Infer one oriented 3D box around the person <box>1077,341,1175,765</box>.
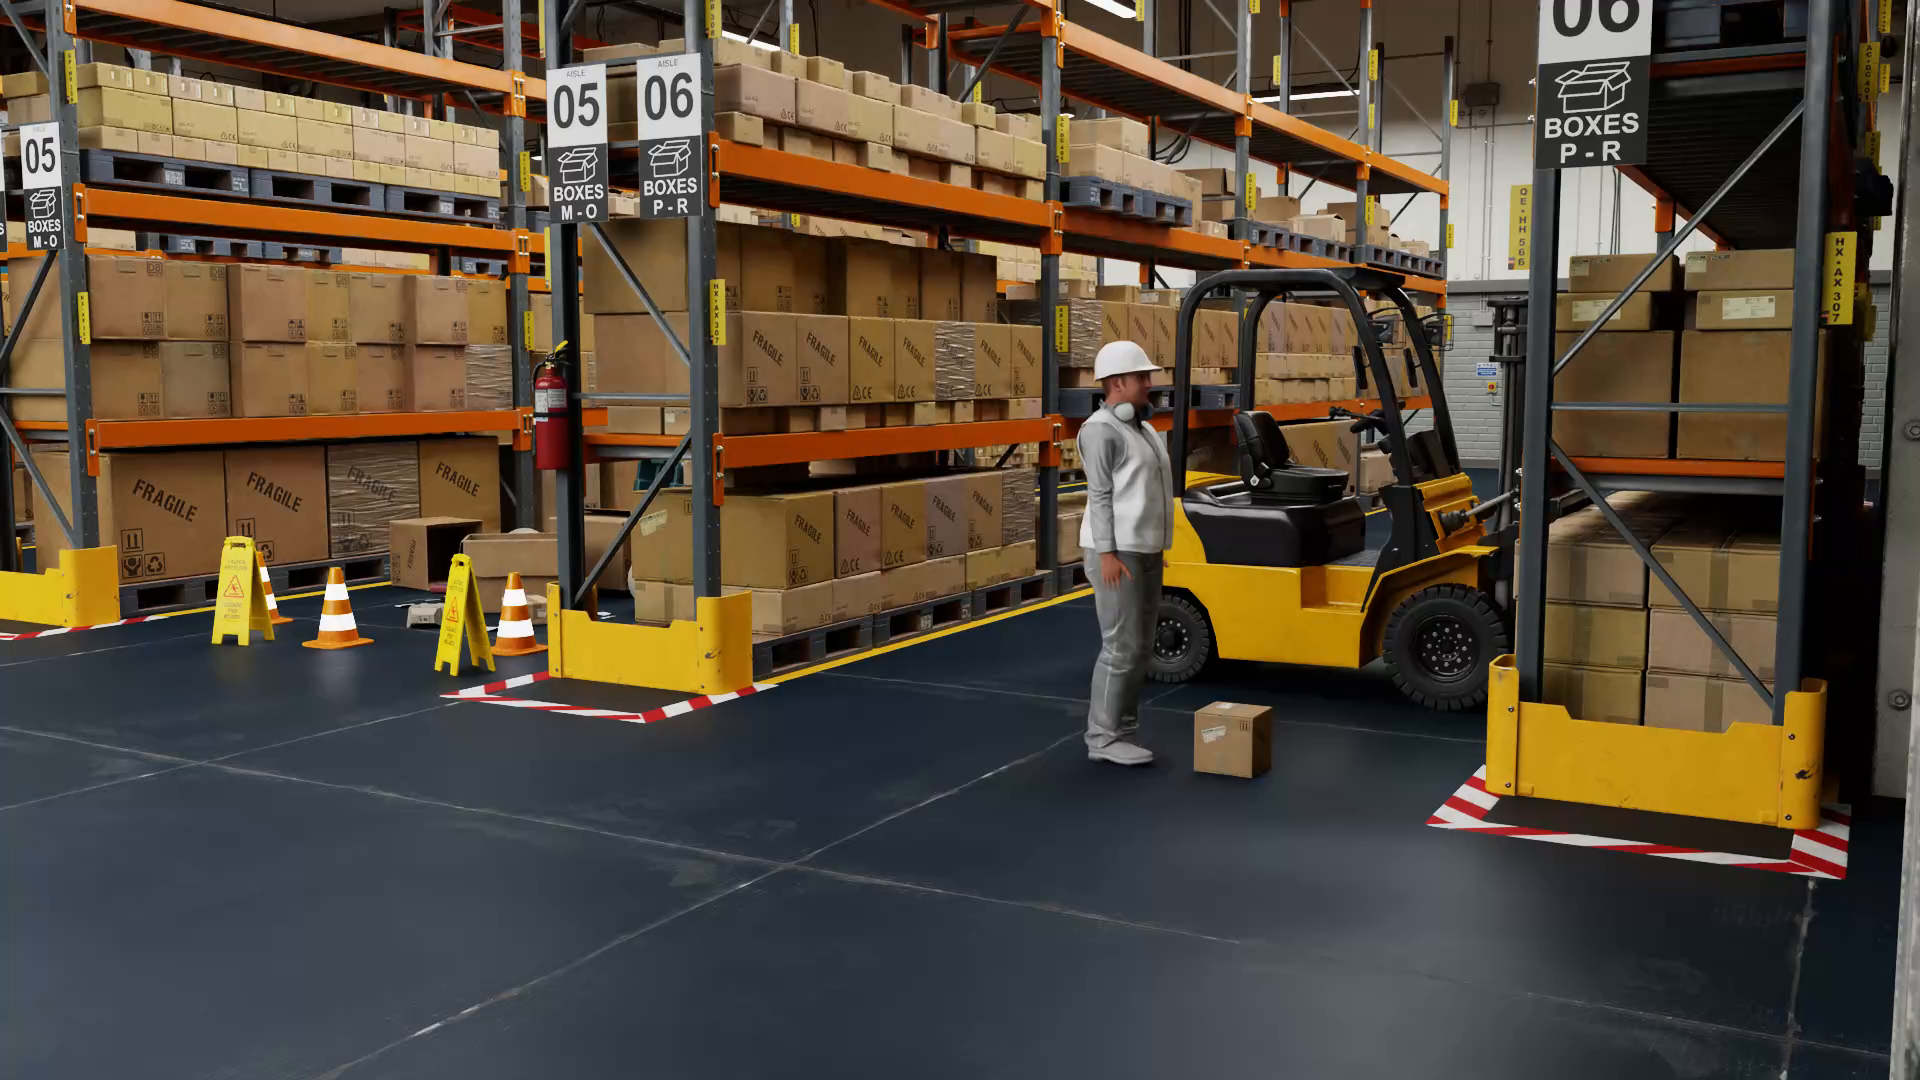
[{"bbox_3d":[0.714,0.082,7.061,0.371,1.843,0.534,3,7,30],"label":"person"}]
